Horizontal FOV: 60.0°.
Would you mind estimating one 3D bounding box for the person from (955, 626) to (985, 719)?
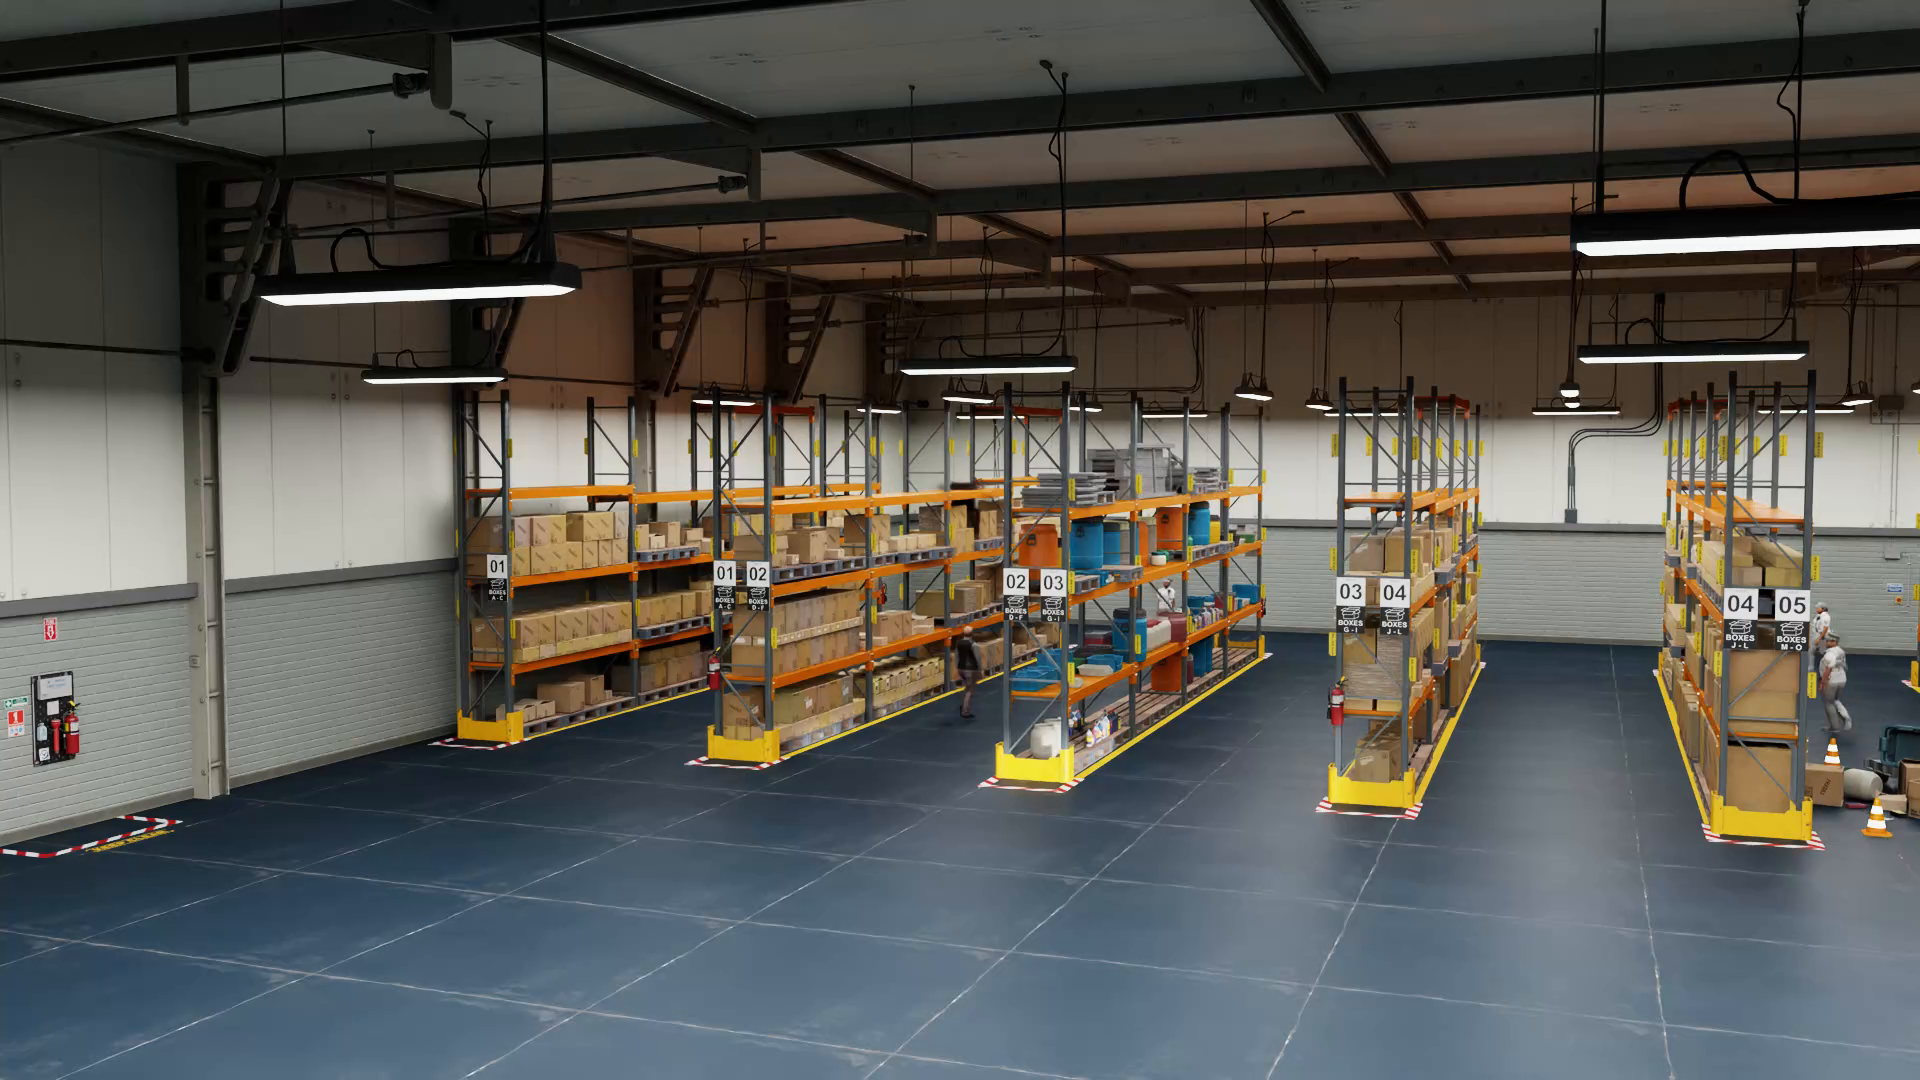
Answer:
[{"bbox_3d":[0.209,2.449,30.739,0.476,1.731,0.521,-2,4,-33],"label":"person"}]

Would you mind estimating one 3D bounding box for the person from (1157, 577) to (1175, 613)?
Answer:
[{"bbox_3d":[5.330,1.798,42.908,0.448,1.688,0.532,0,3,1],"label":"person"}]

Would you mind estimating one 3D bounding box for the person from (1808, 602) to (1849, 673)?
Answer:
[{"bbox_3d":[19.016,2.168,36.587,0.944,1.609,0.513,1,3,16],"label":"person"}]

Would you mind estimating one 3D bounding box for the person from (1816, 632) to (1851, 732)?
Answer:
[{"bbox_3d":[15.345,2.499,29.211,0.557,1.761,0.506,-1,3,-18],"label":"person"}]
